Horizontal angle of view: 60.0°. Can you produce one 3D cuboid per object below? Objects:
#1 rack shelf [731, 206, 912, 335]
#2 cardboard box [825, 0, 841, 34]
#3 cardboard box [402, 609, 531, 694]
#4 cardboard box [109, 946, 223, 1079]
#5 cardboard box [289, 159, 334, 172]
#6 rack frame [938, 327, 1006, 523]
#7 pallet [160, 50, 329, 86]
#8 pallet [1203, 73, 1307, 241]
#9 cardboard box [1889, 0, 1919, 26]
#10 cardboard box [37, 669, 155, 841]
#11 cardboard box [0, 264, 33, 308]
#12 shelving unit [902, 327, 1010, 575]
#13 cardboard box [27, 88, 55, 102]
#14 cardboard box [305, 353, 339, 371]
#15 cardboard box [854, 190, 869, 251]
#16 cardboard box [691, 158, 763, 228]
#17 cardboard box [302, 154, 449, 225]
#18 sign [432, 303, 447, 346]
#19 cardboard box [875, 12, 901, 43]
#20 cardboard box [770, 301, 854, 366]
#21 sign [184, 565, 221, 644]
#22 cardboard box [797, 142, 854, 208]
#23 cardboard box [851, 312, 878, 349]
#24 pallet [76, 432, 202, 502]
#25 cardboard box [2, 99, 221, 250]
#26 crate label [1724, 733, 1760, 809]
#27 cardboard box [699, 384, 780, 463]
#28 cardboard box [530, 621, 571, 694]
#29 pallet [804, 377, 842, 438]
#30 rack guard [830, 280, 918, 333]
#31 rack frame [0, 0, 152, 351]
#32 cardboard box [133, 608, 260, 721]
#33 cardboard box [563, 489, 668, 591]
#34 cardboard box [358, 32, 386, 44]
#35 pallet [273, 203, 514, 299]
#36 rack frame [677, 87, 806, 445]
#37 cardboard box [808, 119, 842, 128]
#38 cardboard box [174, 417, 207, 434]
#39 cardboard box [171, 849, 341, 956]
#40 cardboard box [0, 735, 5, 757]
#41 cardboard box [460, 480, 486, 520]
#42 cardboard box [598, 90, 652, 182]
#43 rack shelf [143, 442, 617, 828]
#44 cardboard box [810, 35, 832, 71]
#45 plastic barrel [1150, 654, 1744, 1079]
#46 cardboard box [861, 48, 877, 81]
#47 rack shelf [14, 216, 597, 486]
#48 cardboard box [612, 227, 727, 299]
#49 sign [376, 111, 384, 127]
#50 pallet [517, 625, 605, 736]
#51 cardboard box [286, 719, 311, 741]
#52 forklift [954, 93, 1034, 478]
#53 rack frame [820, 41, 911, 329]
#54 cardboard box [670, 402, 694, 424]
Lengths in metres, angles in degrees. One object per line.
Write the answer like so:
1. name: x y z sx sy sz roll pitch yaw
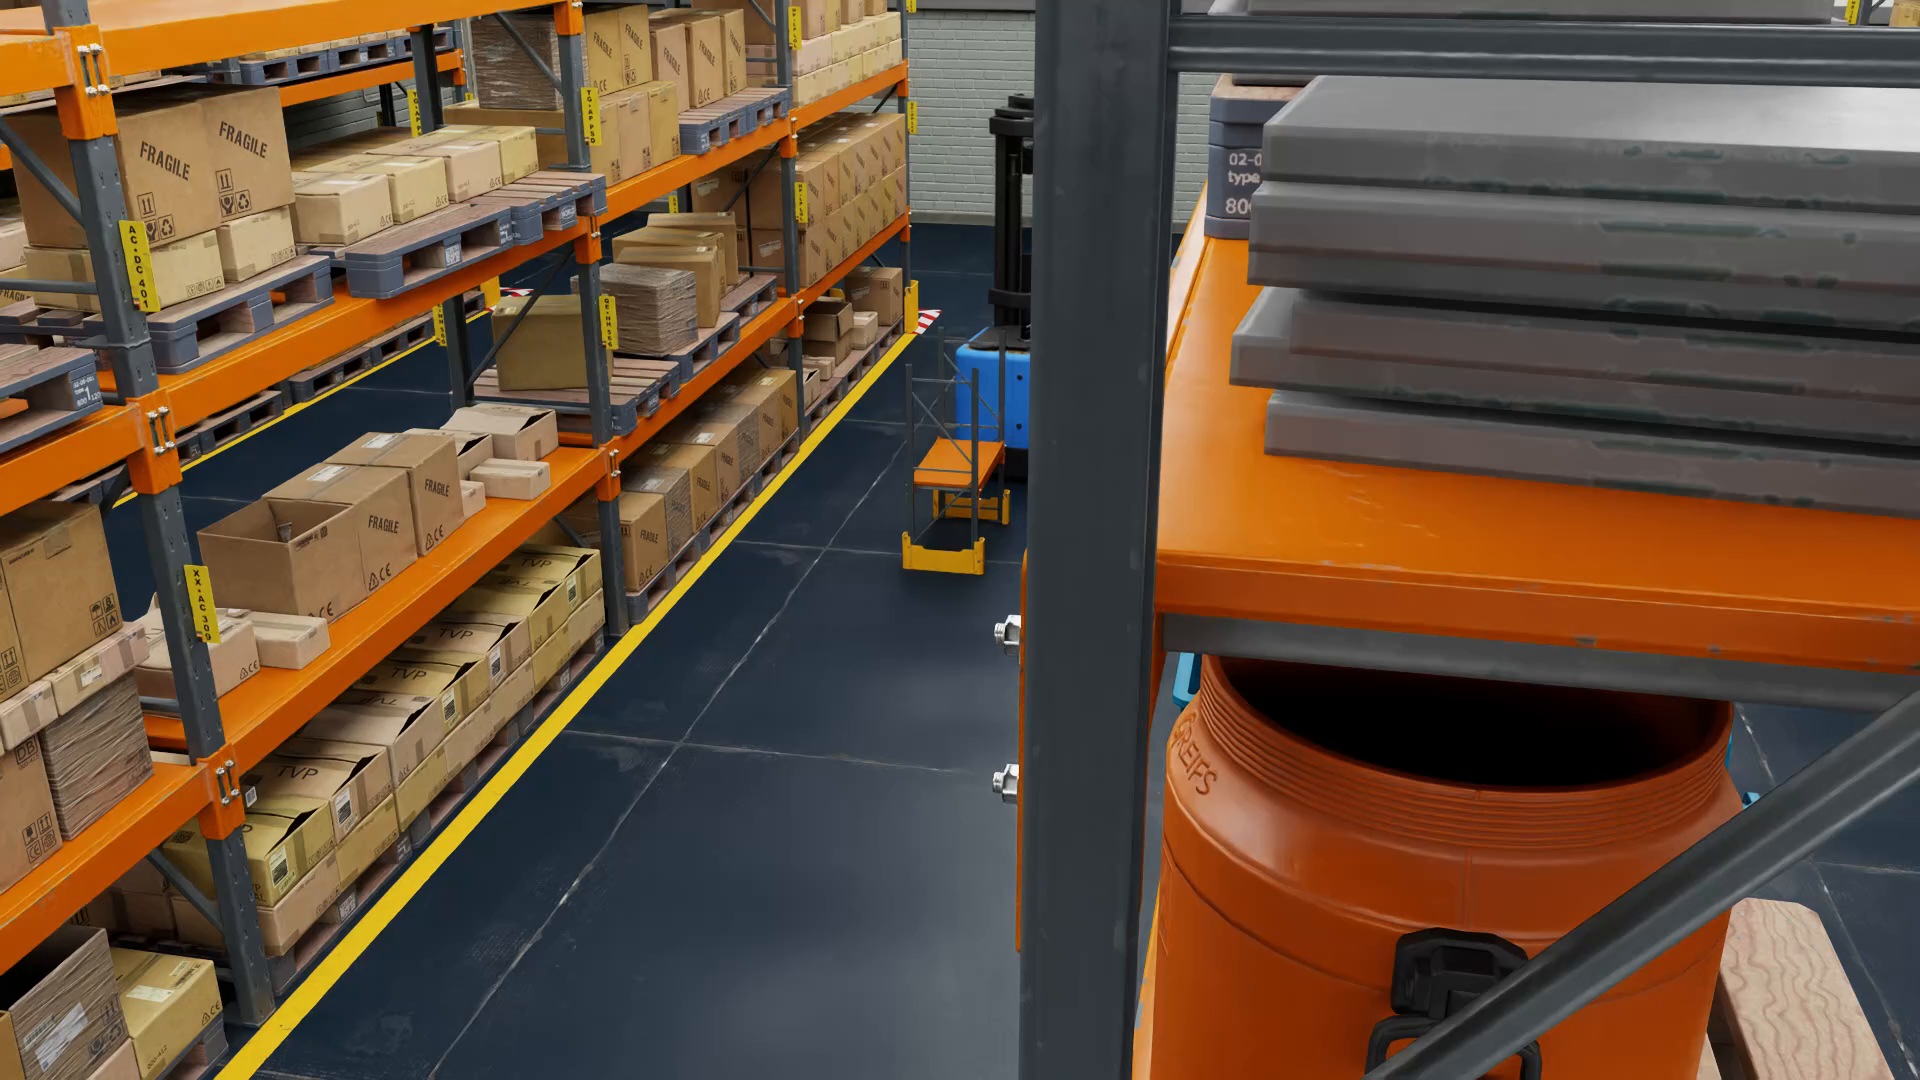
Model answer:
1. rack shelf: -1.442 -2.677 15.947 1.077 0.370 4.000 4 22 11
2. cardboard box: -1.451 -4.717 14.562 0.700 0.500 0.500 4 22 11
3. cardboard box: -2.738 0.590 9.242 0.500 0.311 0.500 4 22 11
4. cardboard box: -3.363 1.914 6.705 0.500 0.250 0.500 4 22 11
5. cardboard box: -6.419 -3.258 16.026 0.980 0.700 0.700 4 22 10
6. rack frame: 0.086 -0.850 12.458 0.500 1.500 0.032 4 22 11
7. pallet: -6.523 -4.304 15.128 1.003 0.211 1.213 4 22 11
8. pallet: 0.978 -0.733 2.915 1.003 0.211 1.213 4 22 11
9. cardboard box: 8.610 -4.470 14.592 0.700 0.500 0.500 3 22 8
10. cardboard box: -3.567 0.763 6.309 0.700 0.500 0.500 4 22 10
11. cardboard box: -7.051 -1.735 12.087 0.500 0.500 0.500 5 23 13
12. shelving unit: -0.016 -0.668 12.004 0.587 1.500 1.083 4 22 11
13. cardboard box: -7.203 -3.597 12.531 0.700 0.500 0.500 4 22 11
14. cardboard box: -6.447 -1.956 15.979 0.700 0.500 0.500 5 22 12
15. cardboard box: -1.171 -3.047 15.771 0.500 0.500 0.500 4 22 10
16. cardboard box: -2.000 -2.994 14.299 0.500 0.500 0.500 5 22 11
17. cardboard box: -2.921 -1.761 8.334 0.500 0.250 0.500 4 22 10
18. sign: -3.199 -1.354 10.257 0.100 0.325 0.005 4 22 11
19. cardboard box: -0.889 -5.088 16.489 0.500 0.250 0.500 4 22 11
20. cardboard box: -1.472 -2.012 16.088 0.797 0.503 0.637 4 22 11
21. sign: -2.939 0.250 6.452 0.100 0.325 0.005 4 22 11
22. cardboard box: -1.268 -3.317 15.101 0.500 0.500 0.500 4 22 9
23. cardboard box: -1.127 -2.108 16.663 0.500 0.250 0.500 4 22 11
24. pallet: -7.031 -0.626 13.626 1.003 0.211 1.213 4 22 11
25. cardboard box: -3.318 -1.440 6.534 0.500 0.500 0.500 5 22 12
26. crate label: 1.255 0.507 3.263 0.502 0.251 0.408 4 22 11
27. cardboard box: -1.779 -0.941 13.432 0.500 0.500 0.500 5 22 11
28. cardboard box: -2.637 0.664 9.807 0.500 0.250 0.500 4 22 10
29. pallet: -1.709 -1.236 15.141 1.003 0.211 1.213 4 22 11
30. rack guard: -1.049 -2.554 18.027 1.175 0.500 0.348 4 22 11
31. rack frame: -3.483 -2.136 5.611 1.000 3.000 0.127 4 22 11
32. cardboard box: -3.425 0.533 7.215 0.500 0.250 0.500 6 23 14
33. cardboard box: -2.294 -0.005 11.108 0.500 0.500 0.500 5 23 13
34. cardboard box: -5.980 -5.012 16.272 0.500 0.250 0.500 4 22 9
35. pallet: -2.943 -1.456 8.190 1.003 0.211 1.213 6 23 13
36. rack frame: -1.850 -2.279 13.997 1.000 3.000 0.127 4 22 11
37. cardboard box: -1.482 -3.918 16.594 0.500 0.500 0.500 5 22 11
38. cardboard box: -6.884 -1.280 13.832 0.750 0.750 0.750 5 23 13
39. cardboard box: -3.158 1.599 7.487 0.500 0.250 0.500 4 22 10
40. cardboard box: -3.484 0.698 5.604 0.380 0.149 0.250 4 22 11
41. cardboard box: -2.871 -0.229 9.243 0.380 0.149 0.250 6 23 15
42. cardboard box: -2.506 -2.602 10.651 0.910 0.500 0.500 4 22 11
43. rack shelf: -3.074 0.249 8.683 1.077 0.370 4.000 4 22 11
44. cardboard box: -1.407 -4.174 14.220 0.500 0.250 0.500 4 22 11
45. plastic barrel: 0.524 0.516 1.905 0.600 0.830 0.708 4 22 11
46. cardboard box: -1.083 -4.490 15.672 0.500 0.250 0.500 4 22 11
47. rack shelf: -3.074 -1.142 8.122 1.077 0.370 4.000 4 22 11
48. cardboard box: -2.244 -2.107 12.875 0.700 0.500 0.500 8 23 19
49. sign: -6.426 -4.601 18.497 0.100 0.325 0.005 4 22 11
50. pallet: -2.872 0.776 10.145 1.003 0.211 1.213 4 22 11
51. cardboard box: -3.476 0.924 8.411 0.500 0.311 0.500 4 22 11
52. forklift: 0.908 -2.343 14.247 1.130 2.935 3.031 7 23 18
53. rack frame: -1.034 -3.742 17.629 1.000 3.000 0.127 4 22 11
54. cardboard box: -2.395 -0.787 13.049 0.500 0.500 0.500 5 22 12
